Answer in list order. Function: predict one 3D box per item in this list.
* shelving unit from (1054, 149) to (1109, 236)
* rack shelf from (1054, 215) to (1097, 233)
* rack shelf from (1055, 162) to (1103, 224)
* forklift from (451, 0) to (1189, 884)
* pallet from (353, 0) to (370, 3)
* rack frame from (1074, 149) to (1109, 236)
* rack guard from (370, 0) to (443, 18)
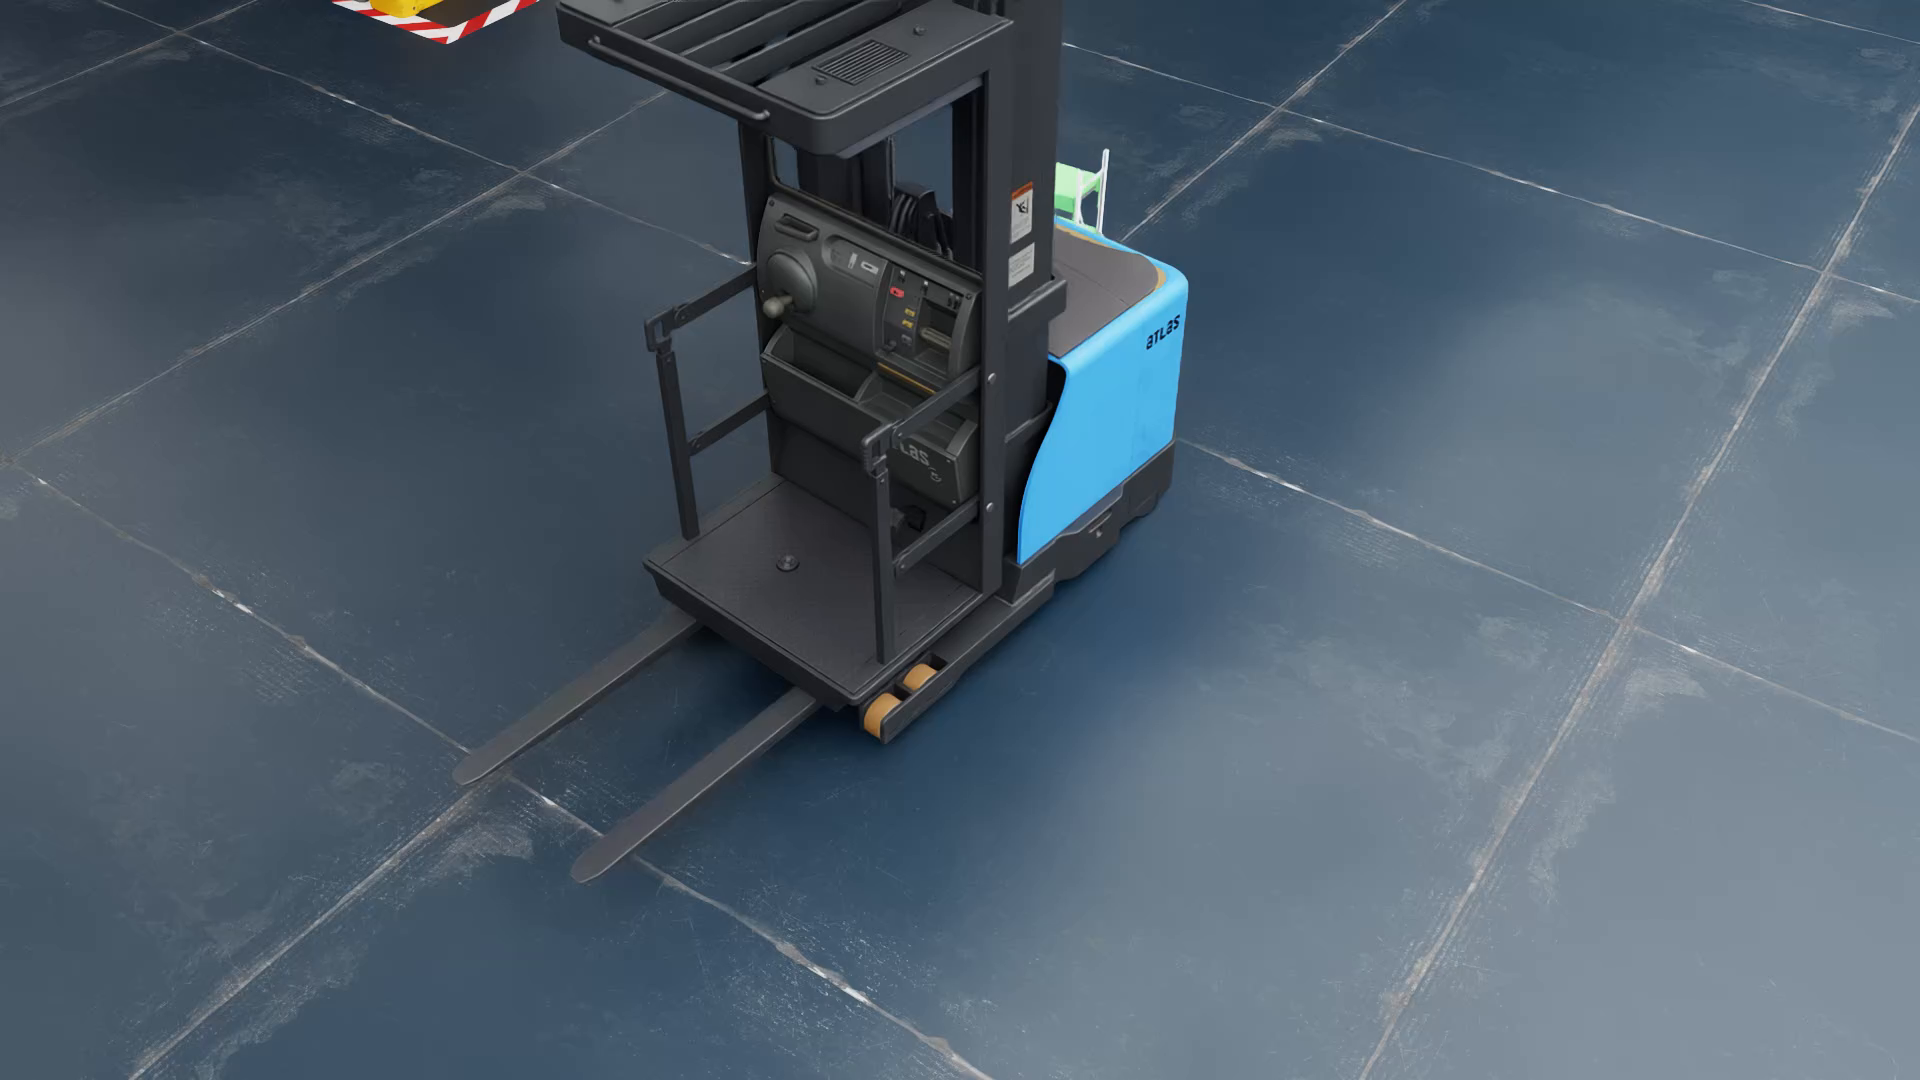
[{"bbox_3d":[0.308,-1.134,7.107,0.503,1.200,0.258,22,43,23],"label":"shelving unit"},{"bbox_3d":[0.312,-1.270,6.996,0.480,0.148,0.258,22,43,23],"label":"rack shelf"},{"bbox_3d":[0.319,-1.456,6.844,0.480,0.148,0.258,22,43,23],"label":"rack shelf"},{"bbox_3d":[-0.459,-0.760,5.401,1.130,2.935,3.031,30,50,29],"label":"forklift"},{"bbox_3d":[-3.999,-3.983,11.043,1.213,0.211,1.003,25,48,25],"label":"pallet"},{"bbox_3d":[0.515,-1.048,7.012,0.015,1.200,0.240,22,43,23],"label":"rack frame"},{"bbox_3d":[-3.279,-3.818,10.642,0.348,0.500,1.175,25,48,25],"label":"rack guard"}]
